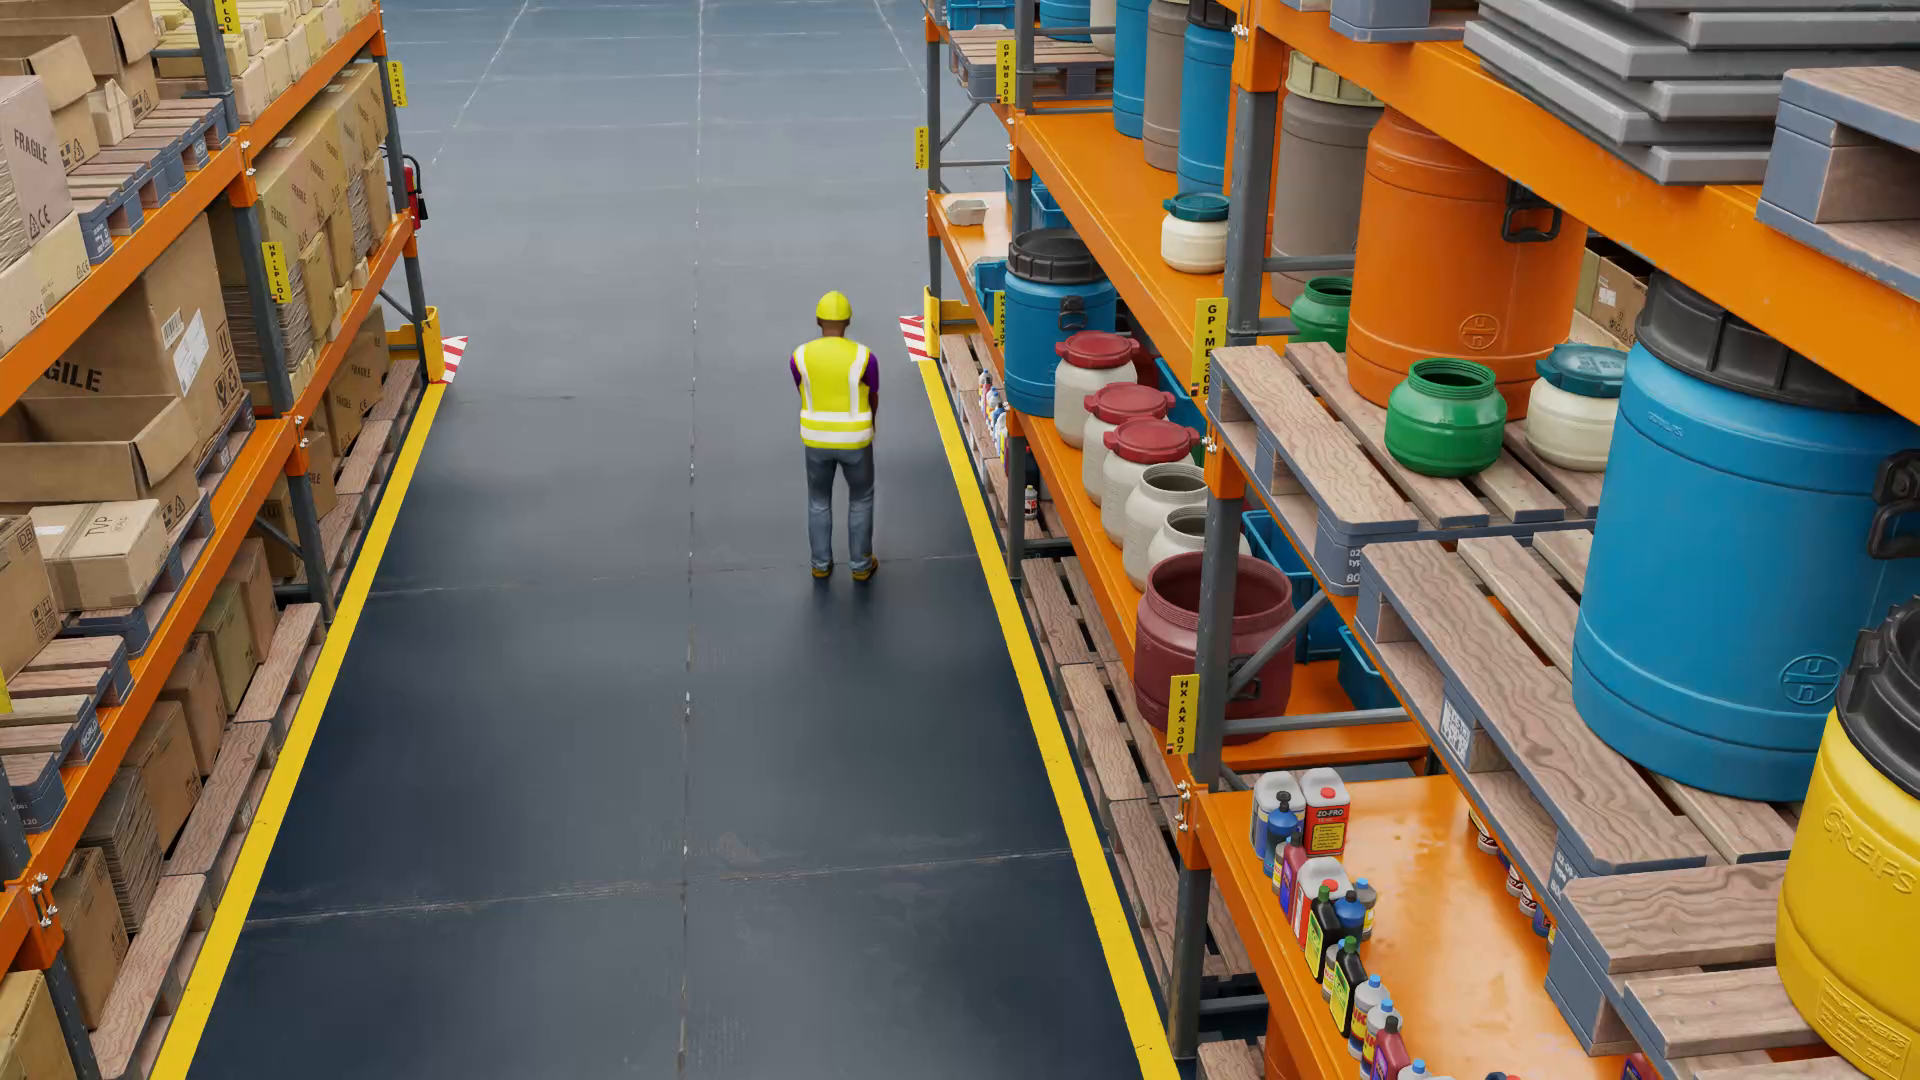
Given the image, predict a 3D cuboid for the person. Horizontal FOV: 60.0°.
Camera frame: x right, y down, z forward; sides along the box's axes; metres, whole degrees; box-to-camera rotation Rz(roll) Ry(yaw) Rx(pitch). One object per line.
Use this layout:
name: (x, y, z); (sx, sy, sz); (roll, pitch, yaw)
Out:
person: (-0.717, -0.633, 9.851); (0.504, 1.750, 0.586); (3, 27, 5)
